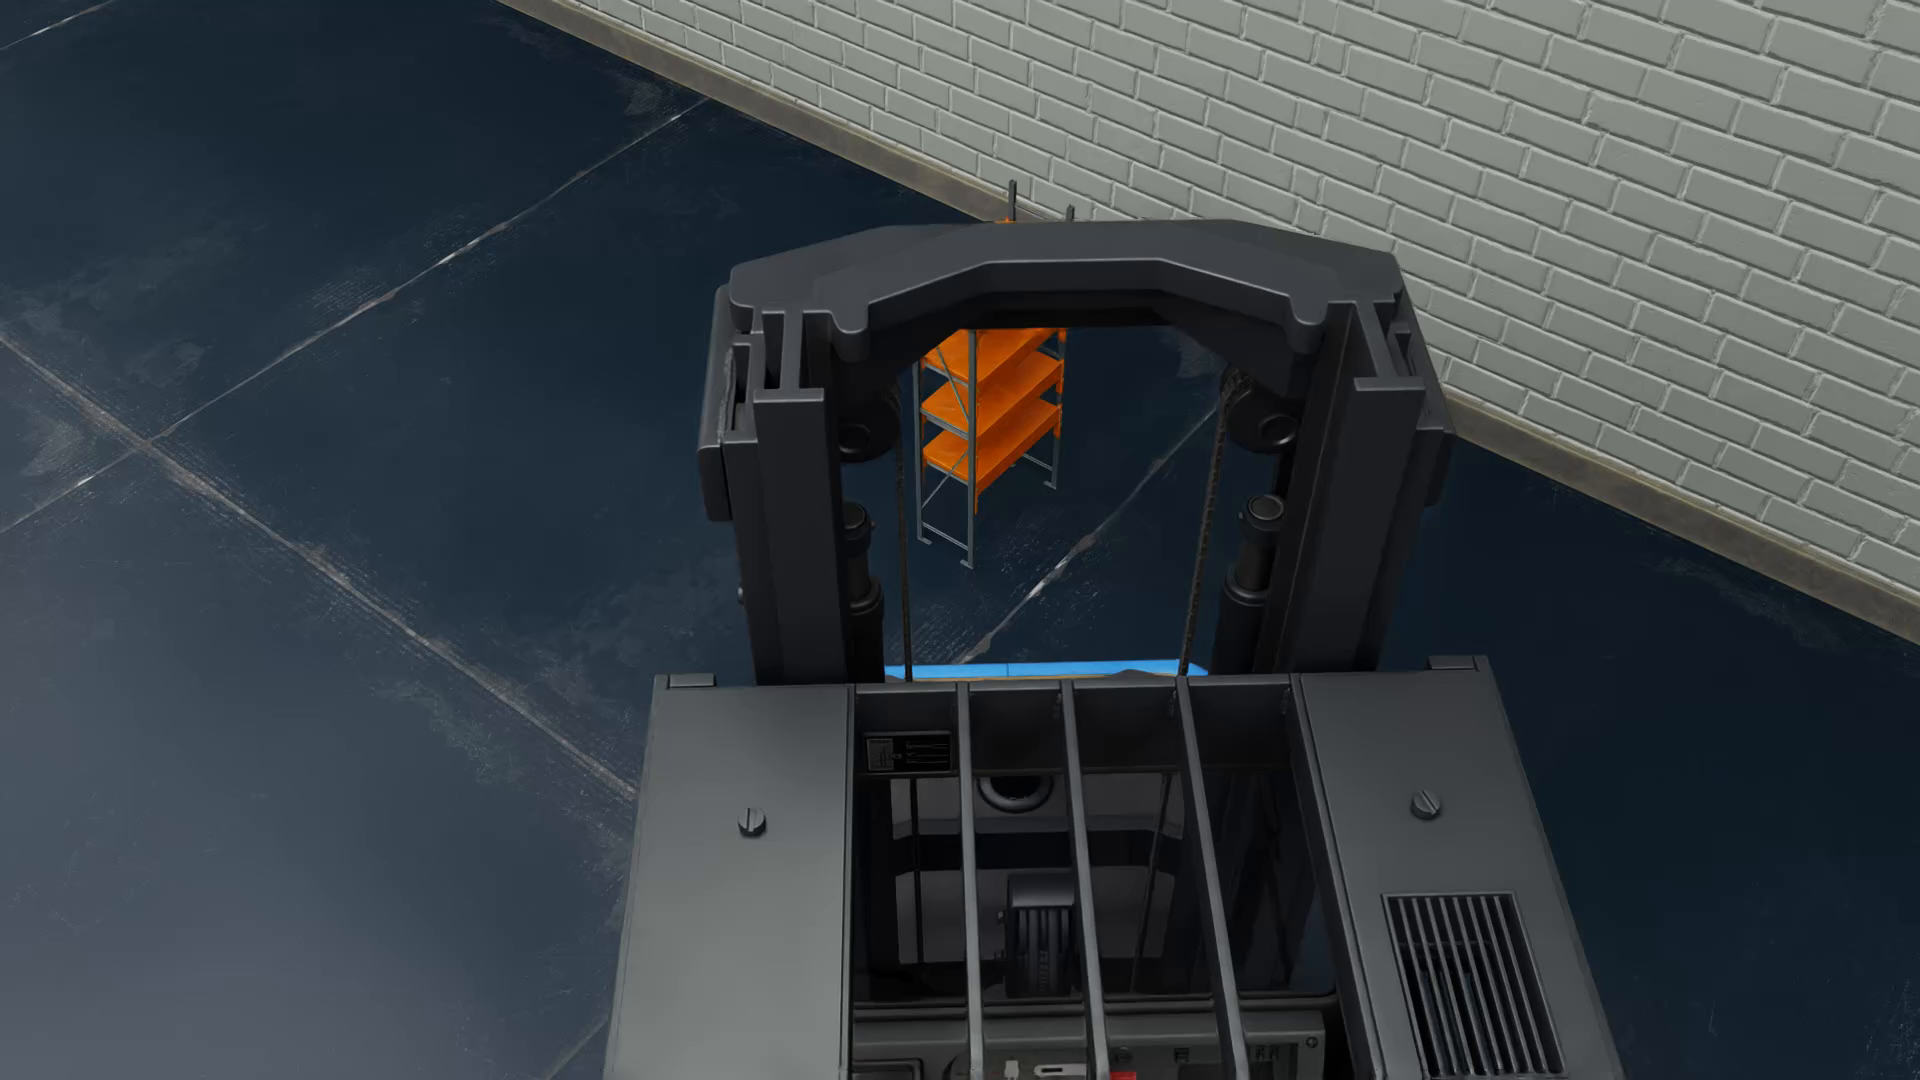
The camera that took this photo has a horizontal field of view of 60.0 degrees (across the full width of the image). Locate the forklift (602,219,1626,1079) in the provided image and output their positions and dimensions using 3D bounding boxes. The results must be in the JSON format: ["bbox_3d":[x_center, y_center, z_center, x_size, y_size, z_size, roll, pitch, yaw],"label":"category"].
[{"bbox_3d":[0.156,1.092,2.680,1.130,2.935,3.031,-1,46,-1],"label":"forklift"}]

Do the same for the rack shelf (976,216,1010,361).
[{"bbox_3d":[0.101,-0.781,5.122,0.258,0.148,0.480,29,53,25],"label":"rack shelf"}]

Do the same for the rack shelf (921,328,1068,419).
[{"bbox_3d":[0.101,-0.617,5.294,0.258,0.148,0.480,29,53,25],"label":"rack shelf"}]

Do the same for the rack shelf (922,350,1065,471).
[{"bbox_3d":[0.101,-0.463,5.455,0.258,0.148,0.480,29,53,25],"label":"rack shelf"}]

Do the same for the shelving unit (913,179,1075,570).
[{"bbox_3d":[0.101,-0.509,5.407,0.258,1.200,0.503,29,53,25],"label":"shelving unit"}]

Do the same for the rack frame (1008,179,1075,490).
[{"bbox_3d":[0.250,-0.649,5.540,0.240,1.200,0.015,29,53,25],"label":"rack frame"}]

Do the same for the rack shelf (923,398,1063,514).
[{"bbox_3d":[0.101,-0.326,5.599,0.258,0.148,0.480,29,53,25],"label":"rack shelf"}]

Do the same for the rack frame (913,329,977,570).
[{"bbox_3d":[-0.048,-0.370,5.273,0.240,1.200,0.015,29,53,25],"label":"rack frame"}]
